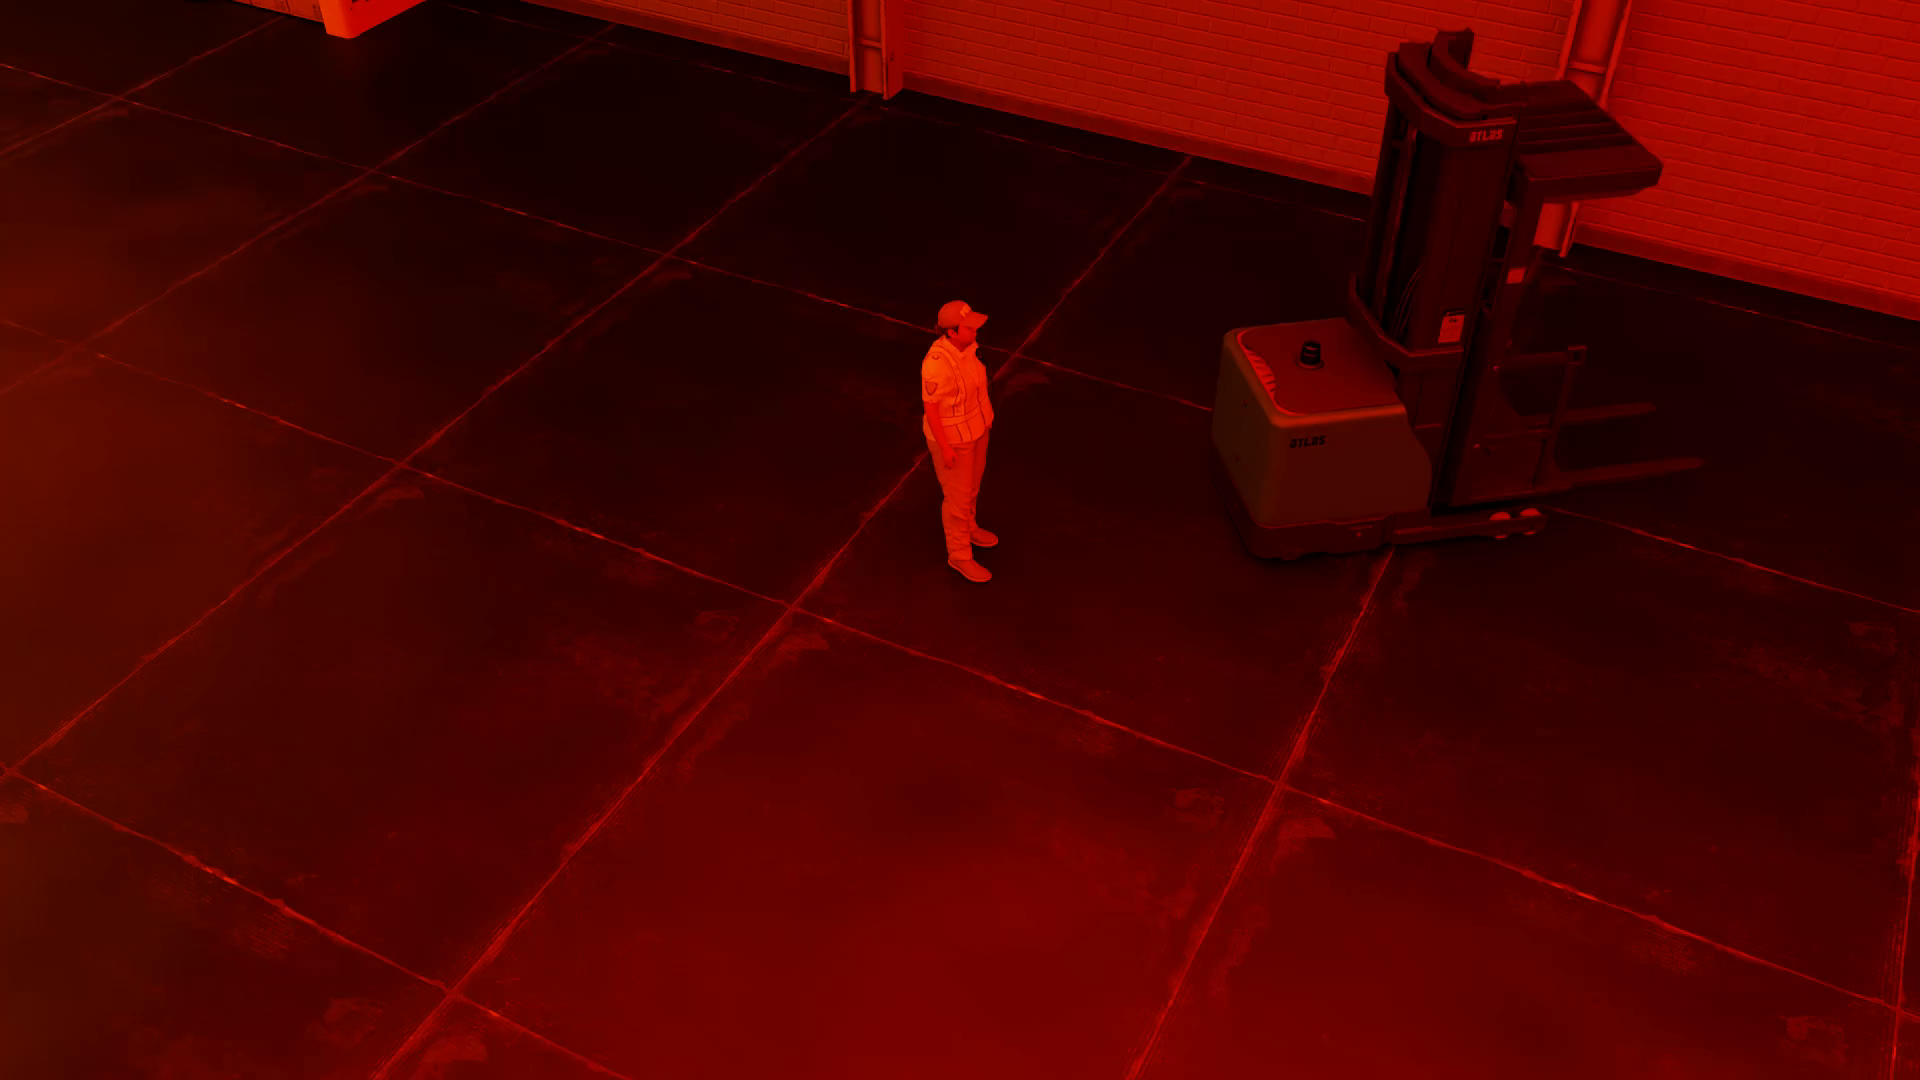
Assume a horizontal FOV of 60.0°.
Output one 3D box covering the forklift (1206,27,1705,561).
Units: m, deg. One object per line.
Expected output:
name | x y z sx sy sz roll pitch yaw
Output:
forklift | 3.153 -1.458 9.718 3.031 2.935 1.130 -7 41 -8

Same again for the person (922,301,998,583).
person | 0.057 -0.608 9.677 0.529 1.670 0.598 18 43 21
